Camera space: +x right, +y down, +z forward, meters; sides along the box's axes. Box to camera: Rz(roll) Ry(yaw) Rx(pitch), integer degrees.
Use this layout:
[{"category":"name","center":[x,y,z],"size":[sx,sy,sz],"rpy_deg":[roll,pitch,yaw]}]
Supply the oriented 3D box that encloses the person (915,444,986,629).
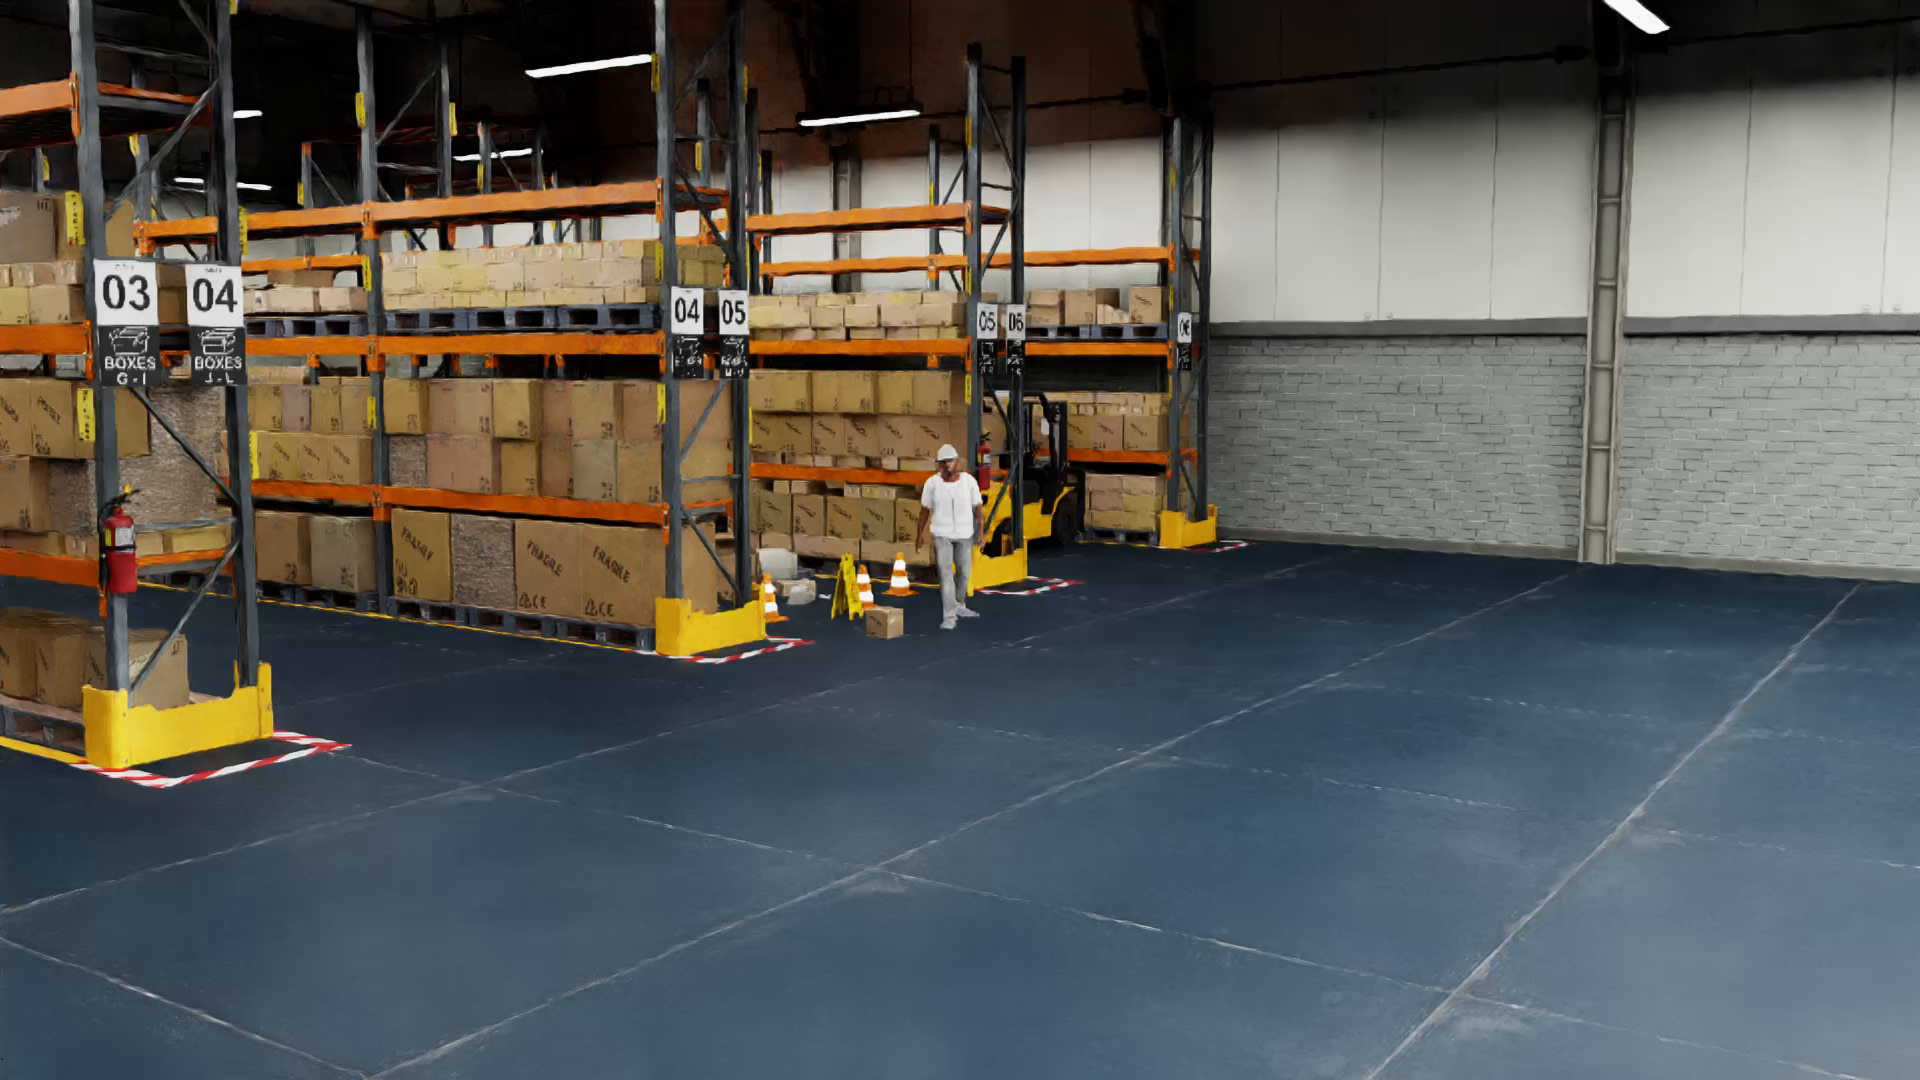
[{"category":"person","center":[-0.102,-0.049,16.138],"size":[0.671,1.758,0.683],"rpy_deg":[-1,6,-9]}]
